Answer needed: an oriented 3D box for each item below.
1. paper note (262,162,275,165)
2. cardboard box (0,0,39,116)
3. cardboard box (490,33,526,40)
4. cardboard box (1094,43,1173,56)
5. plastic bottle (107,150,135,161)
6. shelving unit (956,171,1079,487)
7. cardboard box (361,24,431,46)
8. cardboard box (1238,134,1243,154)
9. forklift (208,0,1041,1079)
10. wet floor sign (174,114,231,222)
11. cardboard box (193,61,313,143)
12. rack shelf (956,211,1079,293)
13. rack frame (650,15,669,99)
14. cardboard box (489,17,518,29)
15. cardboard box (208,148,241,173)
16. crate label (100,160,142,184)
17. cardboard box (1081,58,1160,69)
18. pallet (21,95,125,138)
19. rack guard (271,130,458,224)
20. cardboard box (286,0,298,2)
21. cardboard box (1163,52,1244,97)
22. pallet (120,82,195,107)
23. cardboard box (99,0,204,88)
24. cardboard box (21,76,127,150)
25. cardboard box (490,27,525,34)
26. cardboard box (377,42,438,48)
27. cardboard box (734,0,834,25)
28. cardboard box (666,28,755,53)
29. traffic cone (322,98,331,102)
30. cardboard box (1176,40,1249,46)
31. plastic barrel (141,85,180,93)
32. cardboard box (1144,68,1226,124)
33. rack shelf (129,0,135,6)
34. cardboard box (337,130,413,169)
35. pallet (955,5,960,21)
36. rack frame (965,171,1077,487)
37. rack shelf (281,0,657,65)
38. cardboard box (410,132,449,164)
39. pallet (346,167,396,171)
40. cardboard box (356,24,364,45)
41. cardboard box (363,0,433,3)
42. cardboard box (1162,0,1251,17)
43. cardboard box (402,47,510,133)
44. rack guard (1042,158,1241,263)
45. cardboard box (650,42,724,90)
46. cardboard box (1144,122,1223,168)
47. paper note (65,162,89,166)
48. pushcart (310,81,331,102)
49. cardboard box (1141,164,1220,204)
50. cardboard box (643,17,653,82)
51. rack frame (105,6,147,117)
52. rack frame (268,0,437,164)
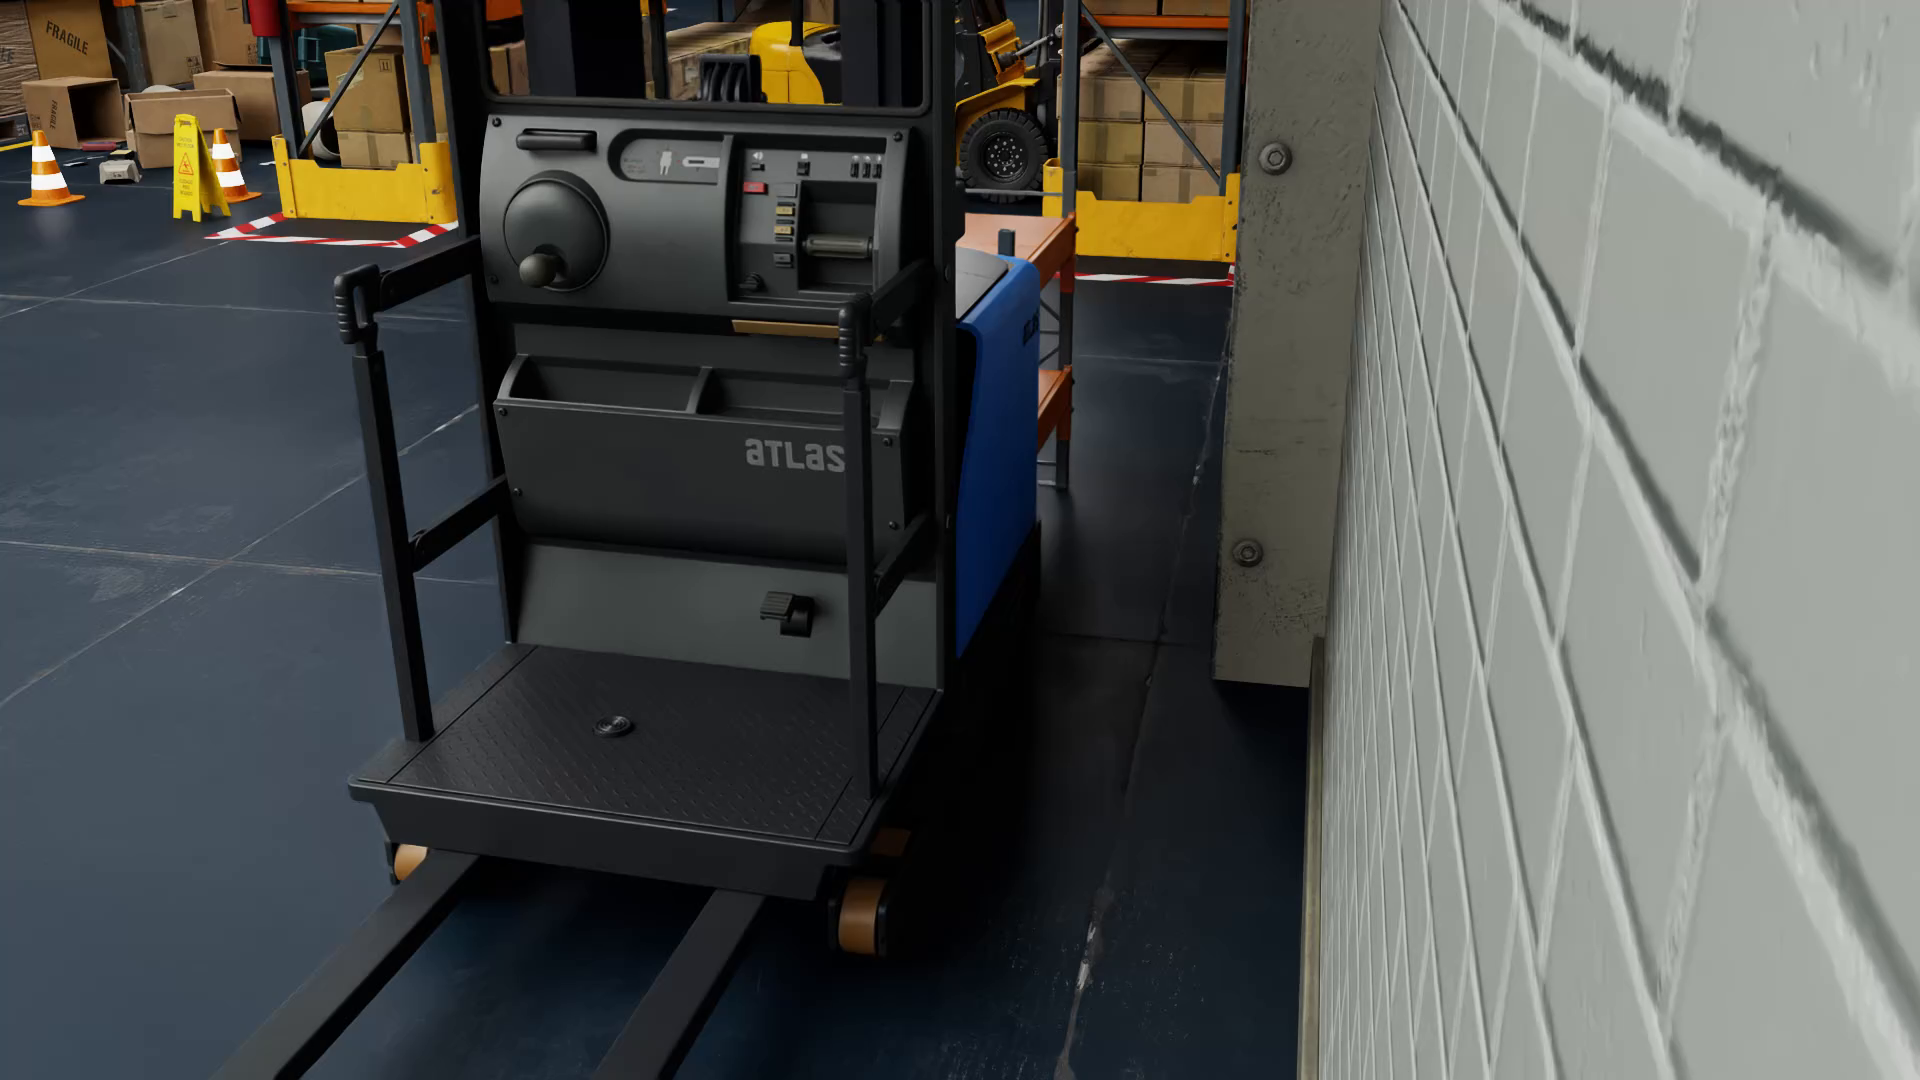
[{"bbox_3d":[-5.218,-2.870,12.634,0.148,0.019,0.142,13,25,29],"label":"paper note"},{"bbox_3d":[-8.209,-3.914,13.518,0.875,0.875,0.875,5,22,11],"label":"cardboard box"},{"bbox_3d":[-3.130,-3.380,12.026,0.500,0.500,0.500,5,22,12],"label":"cardboard box"},{"bbox_3d":[1.169,-3.212,11.273,0.500,0.250,0.500,4,22,10],"label":"cardboard box"},{"bbox_3d":[-6.452,-2.962,12.807,0.133,0.061,0.283,-3,22,-8],"label":"plastic bottle"},{"bbox_3d":[0.029,-0.556,5.408,0.538,1.125,1.048,5,23,13],"label":"shelving unit"},{"bbox_3d":[-3.865,-3.477,11.396,0.380,0.149,0.250,5,22,12],"label":"cardboard box"},{"bbox_3d":[1.591,-2.532,10.924,0.500,0.250,0.500,4,22,10],"label":"cardboard box"},{"bbox_3d":[-0.607,-0.662,3.253,1.130,2.935,3.031,5,23,13],"label":"forklift"},{"bbox_3d":[-4.868,-2.376,10.569,0.267,0.644,0.232,13,25,29],"label":"wet floor sign"},{"bbox_3d":[-5.719,-3.539,13.466,0.797,0.637,0.503,4,22,11],"label":"cardboard box"},{"bbox_3d":[0.029,-0.827,5.298,0.538,0.278,1.000,5,23,13],"label":"rack shelf"},{"bbox_3d":[-2.966,-4.919,13.732,1.000,3.000,0.127,4,22,11],"label":"rack frame"},{"bbox_3d":[-3.590,-3.964,12.607,0.380,0.149,0.250,6,23,14],"label":"cardboard box"},{"bbox_3d":[-5.492,-2.767,12.204,0.380,0.149,0.250,18,28,38],"label":"cardboard box"},{"bbox_3d":[-6.013,-2.636,11.896,0.250,0.136,0.298,-7,23,-17],"label":"crate label"},{"bbox_3d":[0.965,-2.842,10.354,0.500,0.250,0.500,5,22,12],"label":"cardboard box"},{"bbox_3d":[-8.064,-3.694,14.422,1.003,0.211,1.213,4,22,11],"label":"pallet"},{"bbox_3d":[-3.766,-2.324,10.636,1.175,0.500,0.348,4,22,11],"label":"rack guard"},{"bbox_3d":[-7.403,-5.338,17.221,1.050,0.750,0.750,5,22,12],"label":"cardboard box"},{"bbox_3d":[1.572,-2.989,10.719,0.500,0.250,0.500,4,22,11],"label":"cardboard box"},{"bbox_3d":[-7.749,-4.254,15.813,1.003,0.211,1.213,4,22,11],"label":"pallet"},{"bbox_3d":[-7.794,-4.645,15.500,1.050,0.750,0.750,4,22,11],"label":"cardboard box"},{"bbox_3d":[-7.144,-3.455,13.440,0.500,0.500,0.500,8,23,20],"label":"cardboard box"},{"bbox_3d":[-3.556,-3.605,12.583,0.500,0.500,0.500,6,23,14],"label":"cardboard box"},{"bbox_3d":[-3.771,-3.227,11.646,0.500,0.500,0.500,5,23,13],"label":"cardboard box"},{"bbox_3d":[-1.927,-5.837,18.294,0.875,0.875,0.875,4,22,10],"label":"cardboard box"},{"bbox_3d":[-2.417,-4.882,16.594,0.950,0.372,0.625,4,22,10],"label":"cardboard box"},{"bbox_3d":[-6.080,-4.458,15.983,0.336,0.463,0.334,4,22,11],"label":"traffic cone"},{"bbox_3d":[1.778,-3.360,11.641,0.500,0.250,0.500,5,22,11],"label":"cardboard box"},{"bbox_3d":[-6.562,-3.533,13.738,0.421,0.421,0.512,-16,27,-35],"label":"plastic barrel"},{"bbox_3d":[1.361,-2.624,9.812,0.500,0.250,0.500,4,22,10],"label":"cardboard box"},{"bbox_3d":[-7.424,-5.657,16.528,1.077,0.370,4.000,4,22,11],"label":"rack shelf"},{"bbox_3d":[-3.876,-2.700,11.342,0.500,0.250,0.500,4,22,11],"label":"cardboard box"},{"bbox_3d":[-0.604,-7.716,24.409,1.003,0.211,1.213,4,22,11],"label":"pallet"},{"bbox_3d":[0.148,-0.741,5.866,0.500,1.125,0.032,5,23,13],"label":"rack frame"},{"bbox_3d":[-3.374,-3.854,12.050,1.077,0.370,4.000,4,22,11],"label":"rack shelf"},{"bbox_3d":[-3.347,-2.649,11.215,0.500,0.250,0.500,4,22,10],"label":"cardboard box"},{"bbox_3d":[-3.566,-2.485,11.421,1.003,0.211,1.213,4,22,11],"label":"pallet"},{"bbox_3d":[-6.622,-5.997,19.192,0.500,0.500,0.500,4,22,9],"label":"cardboard box"},{"bbox_3d":[-3.510,-3.448,10.416,0.380,0.149,0.250,5,22,11],"label":"cardboard box"},{"bbox_3d":[1.451,-3.286,9.542,0.500,0.500,0.500,5,23,13],"label":"cardboard box"},{"bbox_3d":[-3.342,-3.006,11.097,0.500,0.500,0.500,4,22,9],"label":"cardboard box"},{"bbox_3d":[1.073,-1.911,9.609,1.175,0.500,0.348,4,22,11],"label":"rack guard"},{"bbox_3d":[-2.718,-4.350,15.275,0.950,0.372,0.625,6,23,14],"label":"cardboard box"},{"bbox_3d":[1.377,-2.387,9.893,0.500,0.250,0.500,5,22,12],"label":"cardboard box"},{"bbox_3d":[-6.675,-2.847,12.564,0.144,0.017,0.142,13,25,29],"label":"paper note"},{"bbox_3d":[-5.208,-3.858,14.608,1.648,0.377,0.936,-3,22,-8],"label":"pushcart"},{"bbox_3d":[1.370,-2.163,10.008,0.500,0.250,0.500,5,22,11],"label":"cardboard box"},{"bbox_3d":[-2.824,-3.949,13.439,0.500,0.500,0.500,4,22,10],"label":"cardboard box"},{"bbox_3d":[-7.832,-5.259,14.577,1.000,3.000,0.127,4,22,11],"label":"rack frame"},{"bbox_3d":[-3.782,-3.456,10.100,1.000,3.000,0.127,4,22,11],"label":"rack frame"}]
